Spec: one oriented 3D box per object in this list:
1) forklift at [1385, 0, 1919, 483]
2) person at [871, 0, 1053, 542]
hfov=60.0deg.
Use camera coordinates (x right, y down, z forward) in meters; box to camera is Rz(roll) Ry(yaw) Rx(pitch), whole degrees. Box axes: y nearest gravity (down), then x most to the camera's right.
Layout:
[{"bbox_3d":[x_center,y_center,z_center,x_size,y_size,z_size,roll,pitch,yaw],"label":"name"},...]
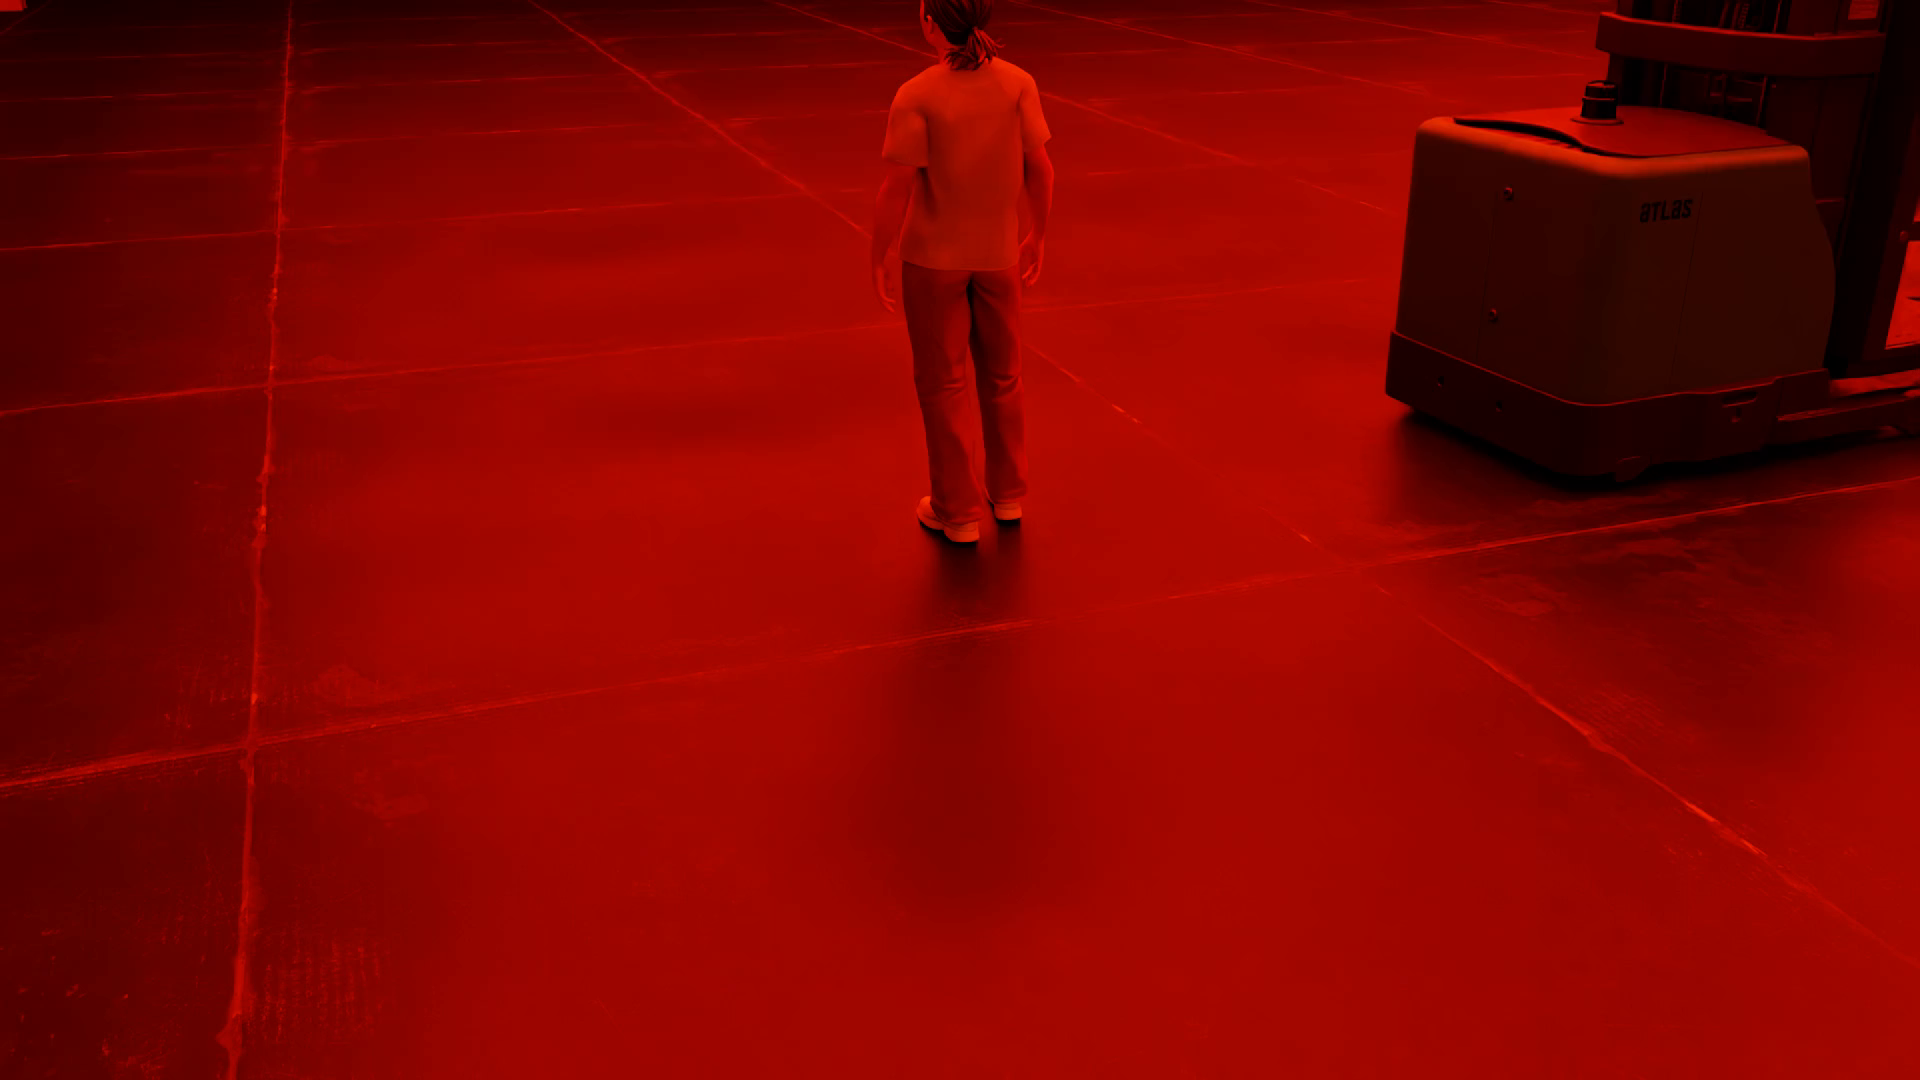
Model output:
[{"bbox_3d":[3.147,-1.901,5.818,3.031,2.935,1.130,-10,25,-22],"label":"forklift"},{"bbox_3d":[-0.014,-0.807,4.819,0.553,1.675,0.549,-8,24,-18],"label":"person"}]
